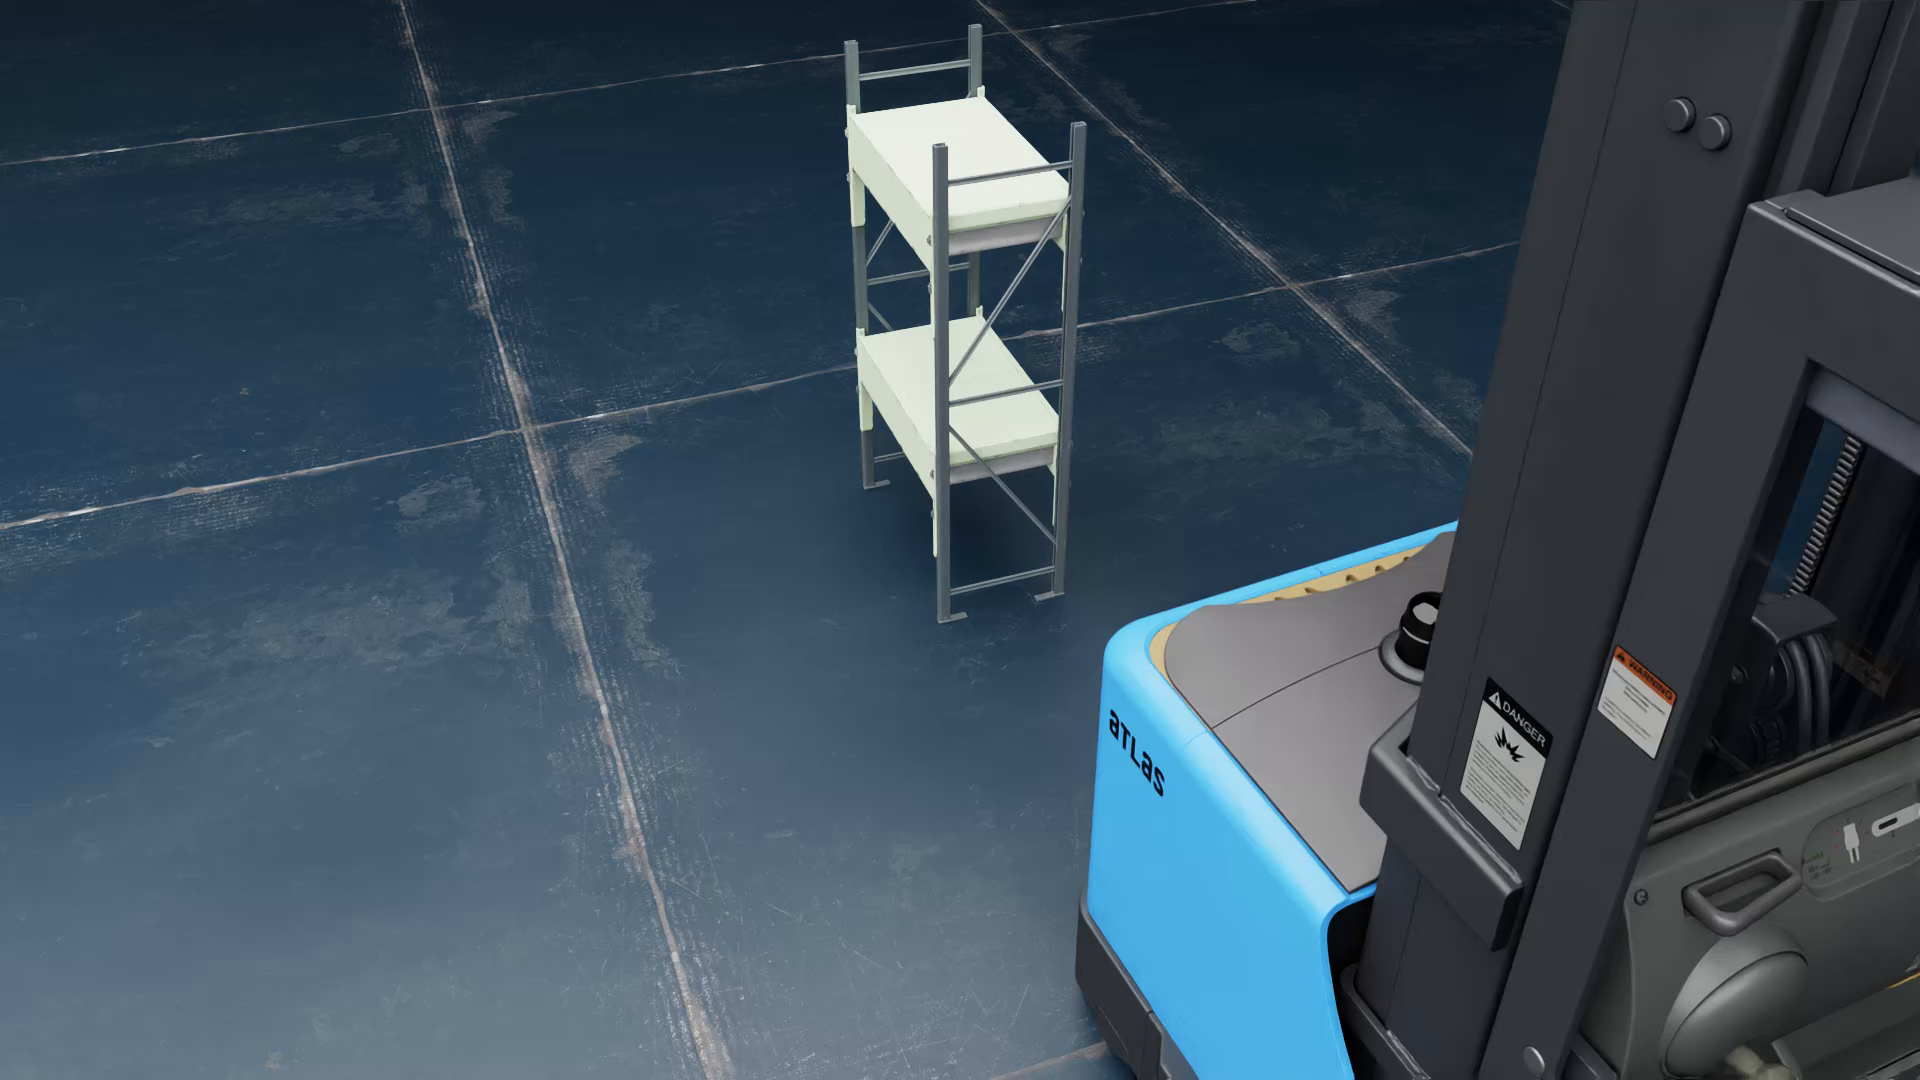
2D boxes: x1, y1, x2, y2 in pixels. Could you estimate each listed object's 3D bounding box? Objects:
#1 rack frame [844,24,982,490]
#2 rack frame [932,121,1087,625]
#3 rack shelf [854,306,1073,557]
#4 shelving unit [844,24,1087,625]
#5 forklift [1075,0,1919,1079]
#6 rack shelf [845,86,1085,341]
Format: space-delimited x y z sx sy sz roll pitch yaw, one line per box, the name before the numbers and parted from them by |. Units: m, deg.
rack frame | -0.128 -0.810 5.078 0.400 1.500 0.023 -12 39 -16
rack frame | 0.124 -0.396 4.529 0.400 1.500 0.023 -12 39 -16
rack shelf | -0.002 -0.342 5.000 0.431 0.370 0.720 -12 39 -16
shelving unit | -0.002 -0.603 4.804 0.431 1.500 0.755 -12 39 -16
forklift | 1.341 0.542 2.094 1.130 2.935 3.031 -16 40 -20
rack shelf | -0.002 -0.915 4.569 0.431 0.370 0.720 -12 39 -16
